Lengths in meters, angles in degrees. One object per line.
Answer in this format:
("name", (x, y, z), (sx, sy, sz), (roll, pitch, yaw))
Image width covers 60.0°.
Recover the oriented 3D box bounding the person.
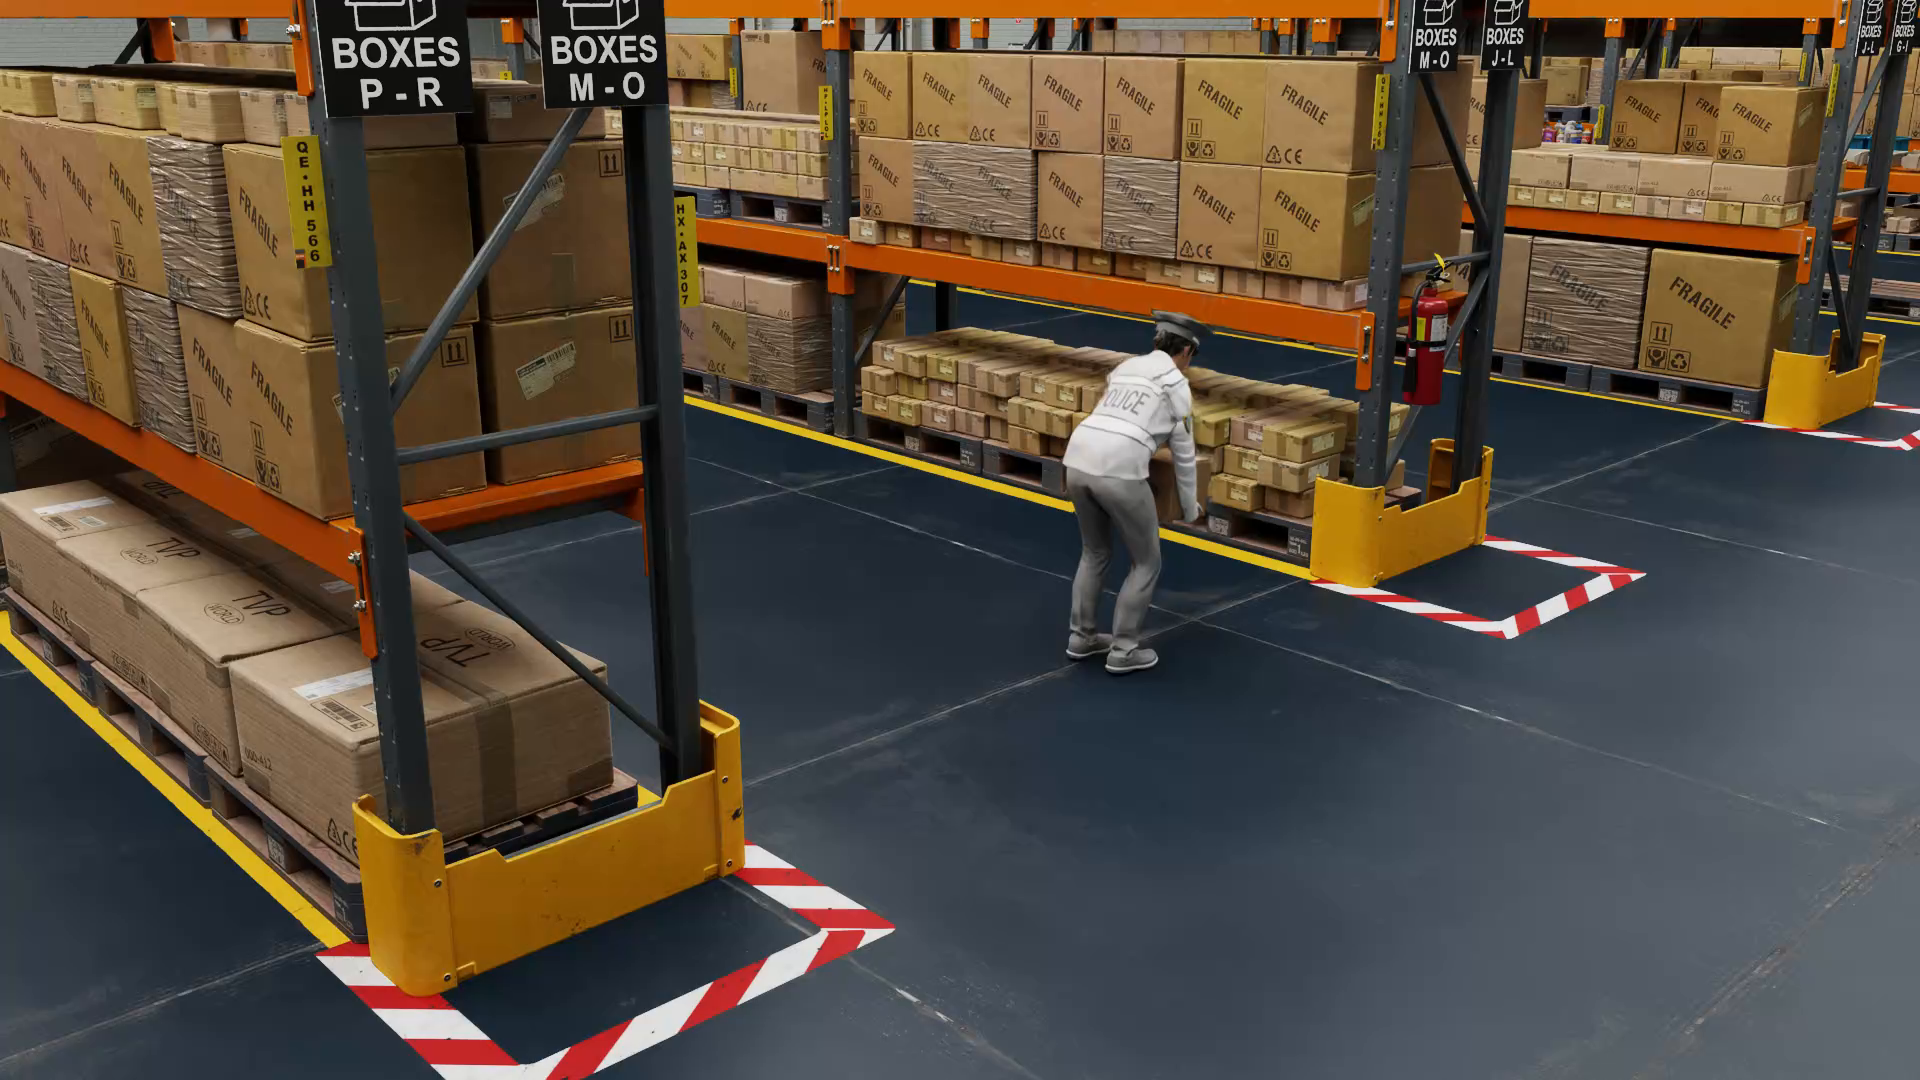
("person", (0.760, -0.216, 7.066), (0.757, 1.473, 0.416), (-17, 24, -42))
